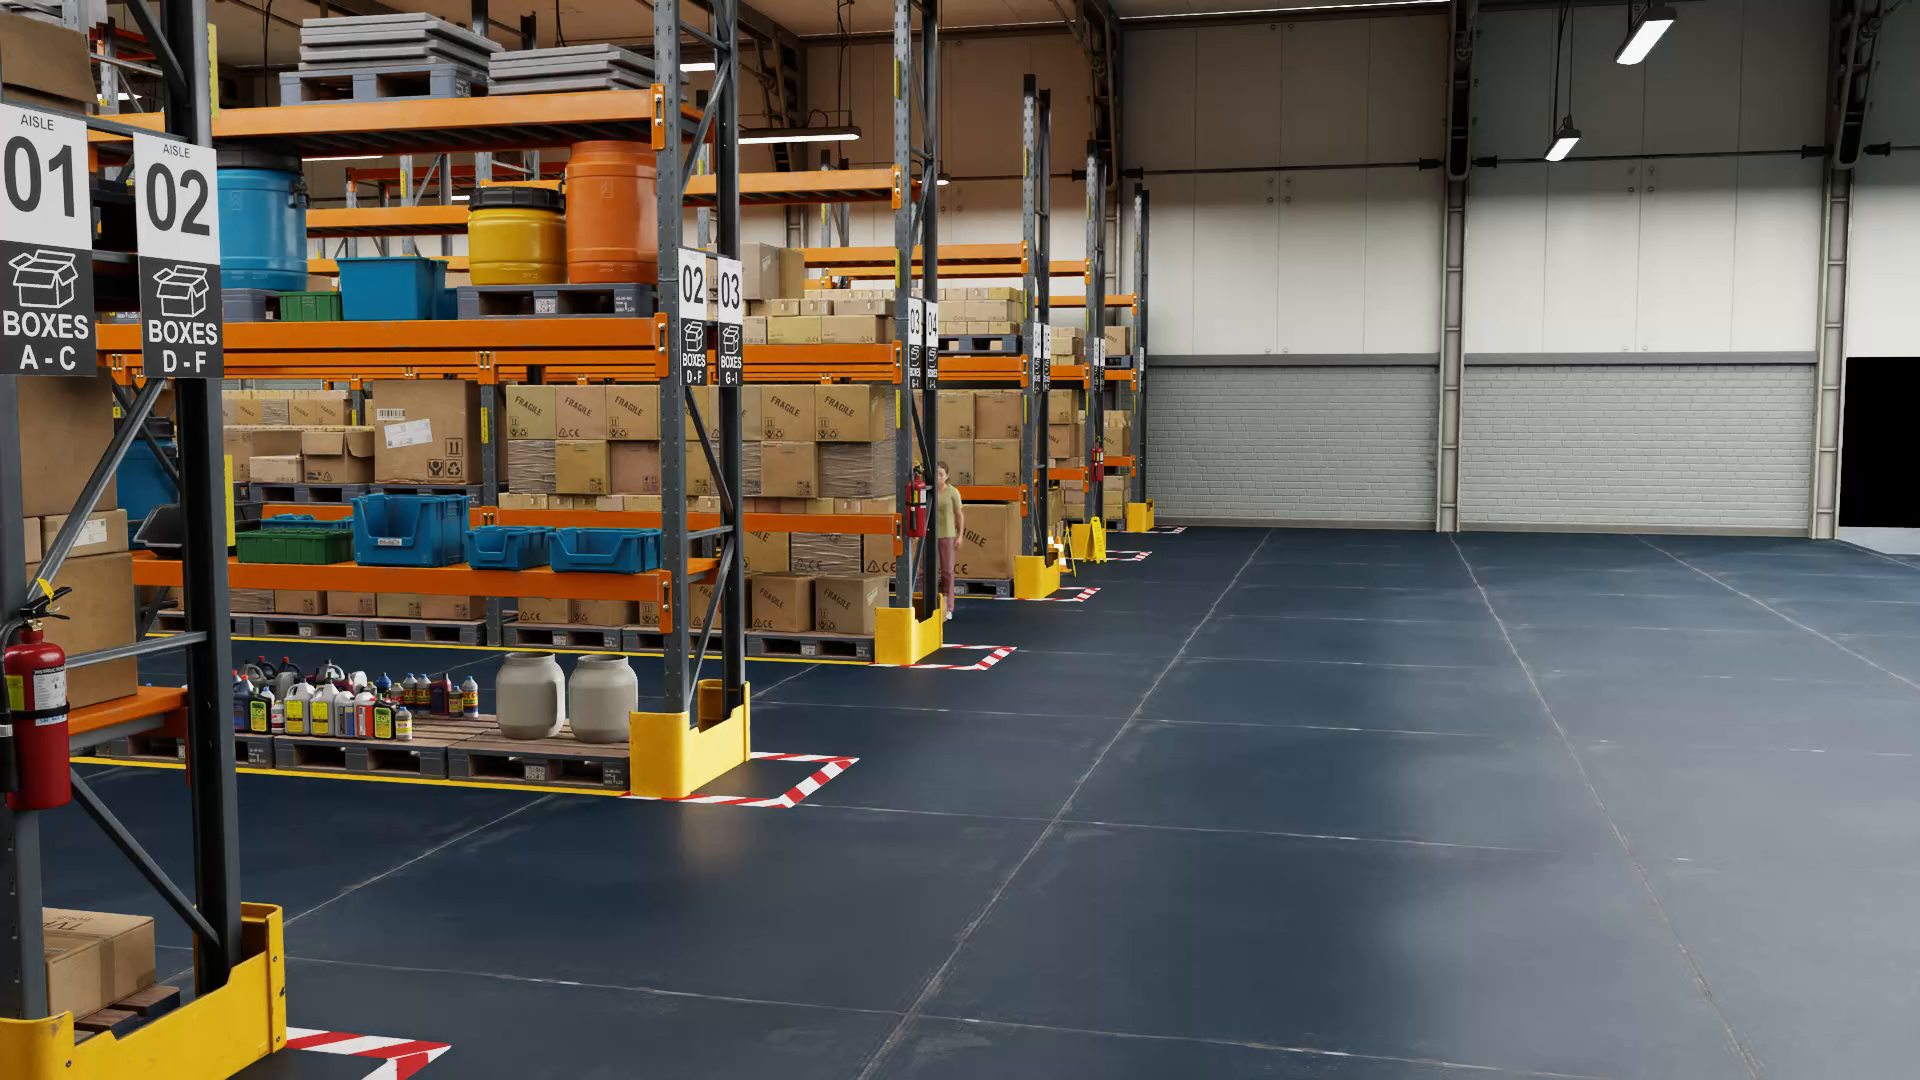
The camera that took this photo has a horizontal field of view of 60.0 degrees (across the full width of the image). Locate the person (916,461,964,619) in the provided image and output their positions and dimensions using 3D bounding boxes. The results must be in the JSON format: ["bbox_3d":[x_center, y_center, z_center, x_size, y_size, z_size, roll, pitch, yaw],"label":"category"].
[{"bbox_3d":[-0.228,0.000,17.565,0.520,1.671,0.368,1,5,10],"label":"person"}]
